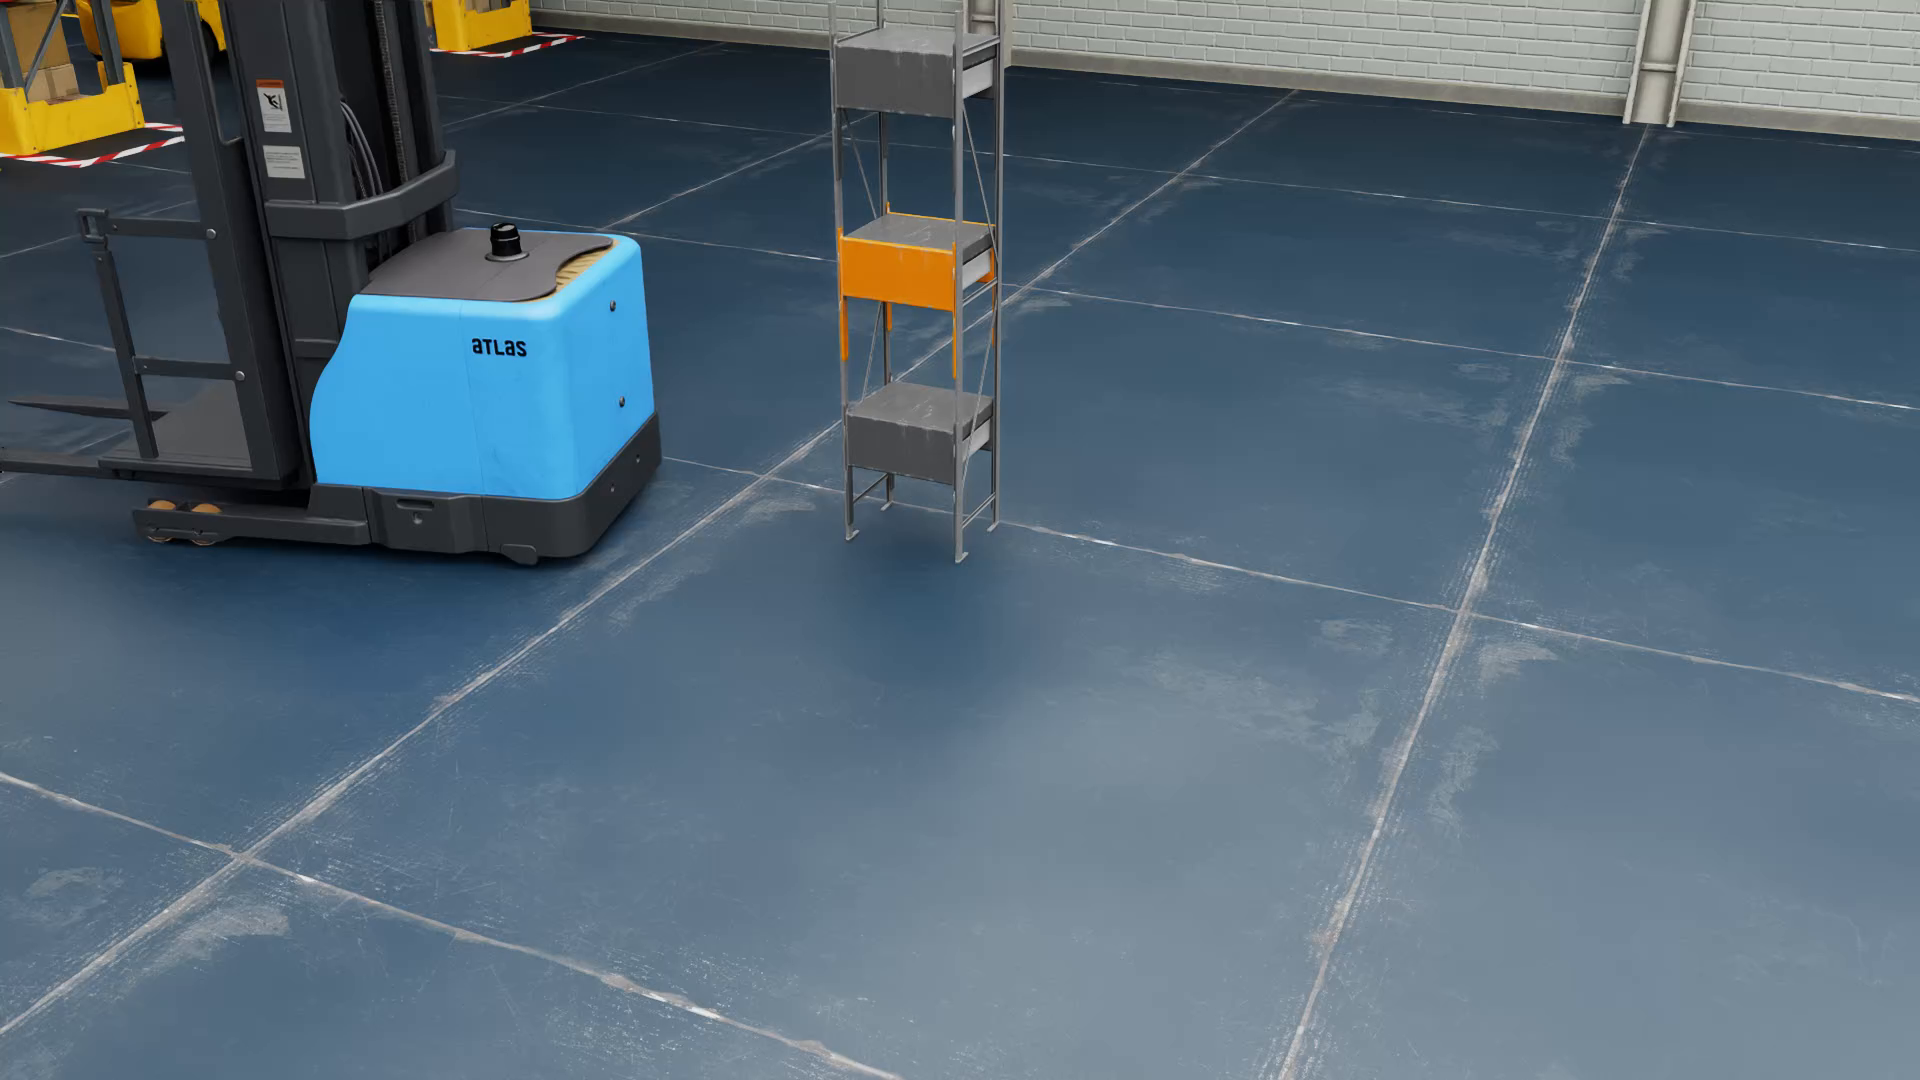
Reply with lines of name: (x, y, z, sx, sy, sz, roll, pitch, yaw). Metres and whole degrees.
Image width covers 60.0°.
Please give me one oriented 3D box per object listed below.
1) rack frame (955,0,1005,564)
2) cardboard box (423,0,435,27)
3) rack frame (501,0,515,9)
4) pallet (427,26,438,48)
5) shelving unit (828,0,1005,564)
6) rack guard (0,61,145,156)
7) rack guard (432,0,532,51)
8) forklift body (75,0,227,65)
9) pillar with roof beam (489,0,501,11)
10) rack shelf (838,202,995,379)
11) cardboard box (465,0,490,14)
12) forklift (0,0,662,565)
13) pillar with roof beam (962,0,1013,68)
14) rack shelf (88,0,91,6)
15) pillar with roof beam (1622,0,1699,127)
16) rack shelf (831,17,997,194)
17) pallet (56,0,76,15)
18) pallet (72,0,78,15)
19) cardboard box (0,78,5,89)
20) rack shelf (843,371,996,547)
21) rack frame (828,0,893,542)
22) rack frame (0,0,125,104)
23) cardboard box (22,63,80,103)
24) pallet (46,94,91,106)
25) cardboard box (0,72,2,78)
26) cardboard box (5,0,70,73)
rack frame: (0.071, -0.928, 6.257, 0.015, 2.100, 0.400, 11, 28, 22)
cardboard box: (-5.498, -5.440, 17.041, 0.500, 0.250, 0.500, 12, 28, 22)
rack frame: (-4.939, -6.526, 16.610, 0.127, 3.000, 1.000, 11, 28, 22)
pallet: (-5.653, -5.398, 17.476, 1.213, 0.211, 1.003, 11, 28, 22)
shelving unit: (-0.151, -0.972, 6.348, 0.503, 2.100, 0.431, 11, 28, 22)
rack guard: (-7.060, -3.422, 13.135, 0.348, 0.500, 1.175, 11, 28, 22)
rack guard: (-4.917, -5.401, 17.153, 0.348, 0.500, 1.175, 11, 28, 22)
forklift body: (-7.421, -5.759, 16.012, 1.214, 2.155, 2.313, 11, 28, 22)
pillar with roof beam: (-6.982, -7.977, 12.764, 0.400, 9.000, 9.100, 11, 28, 22)
rack shelf: (-0.151, -0.960, 6.354, 0.480, 0.518, 0.431, 11, 28, 22)
cardboard box: (-5.305, -5.650, 17.467, 0.500, 0.250, 0.500, 11, 28, 22)
forklift: (-2.870, -1.515, 6.509, 3.031, 2.935, 1.130, 4, 27, 9)
pillar with roof beam: (-1.520, -6.880, 10.535, 0.400, 9.000, 9.100, 11, 28, 22)
rack shelf: (-8.811, -4.573, 13.456, 4.000, 0.370, 1.077, 11, 28, 22)
pillar with roof beam: (3.942, -5.782, 8.307, 0.400, 9.000, 9.100, 11, 28, 22)
rack shelf: (-0.151, -1.588, 6.045, 0.480, 0.518, 0.431, 11, 28, 22)
pallet: (-10.382, -6.348, 19.405, 1.213, 0.211, 1.003, 11, 28, 22)
pallet: (-9.267, -6.126, 18.953, 1.213, 0.211, 1.003, 11, 28, 22)
cardboard box: (-7.860, -3.529, 13.159, 0.500, 0.250, 0.500, 11, 28, 22)
rack shelf: (-0.151, -0.332, 6.663, 0.480, 0.518, 0.431, 11, 28, 22)
rack frame: (-0.373, -1.017, 6.438, 0.015, 2.100, 0.400, 11, 28, 22)
rack frame: (-6.991, -4.530, 12.555, 0.127, 3.000, 1.000, 11, 28, 22)
cardboard box: (-7.610, -3.743, 13.595, 0.500, 0.250, 0.500, 11, 28, 21)
pallet: (-7.785, -3.455, 13.529, 1.213, 0.211, 1.003, 11, 28, 22)
cardboard box: (-7.828, -3.863, 12.988, 0.500, 0.500, 0.500, 12, 28, 22)
cardboard box: (-7.632, -4.084, 13.437, 0.500, 0.500, 0.500, 10, 28, 20)
